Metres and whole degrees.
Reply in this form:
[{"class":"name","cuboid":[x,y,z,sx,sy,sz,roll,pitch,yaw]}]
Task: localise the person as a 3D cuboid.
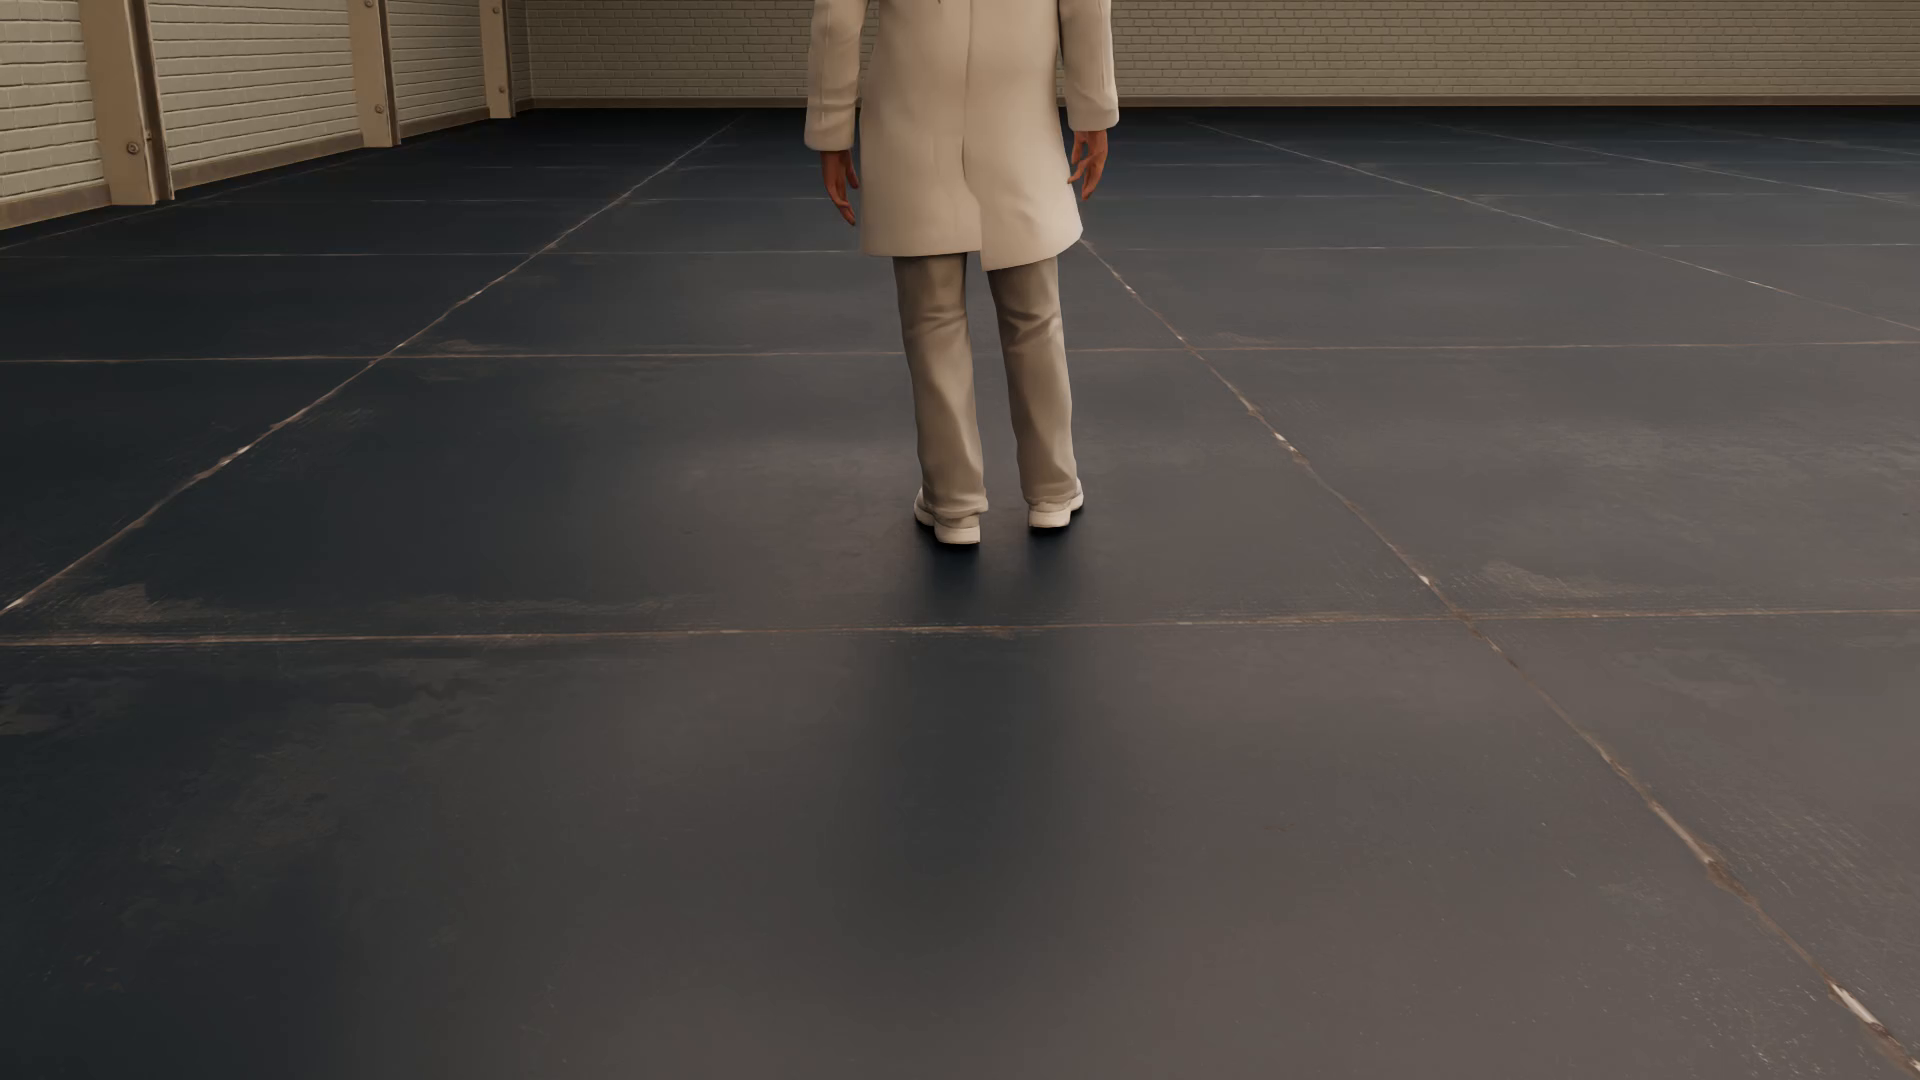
[{"class":"person","cuboid":[0.000,-0.883,3.742,0.696,1.776,0.581,-1,17,-3]}]
